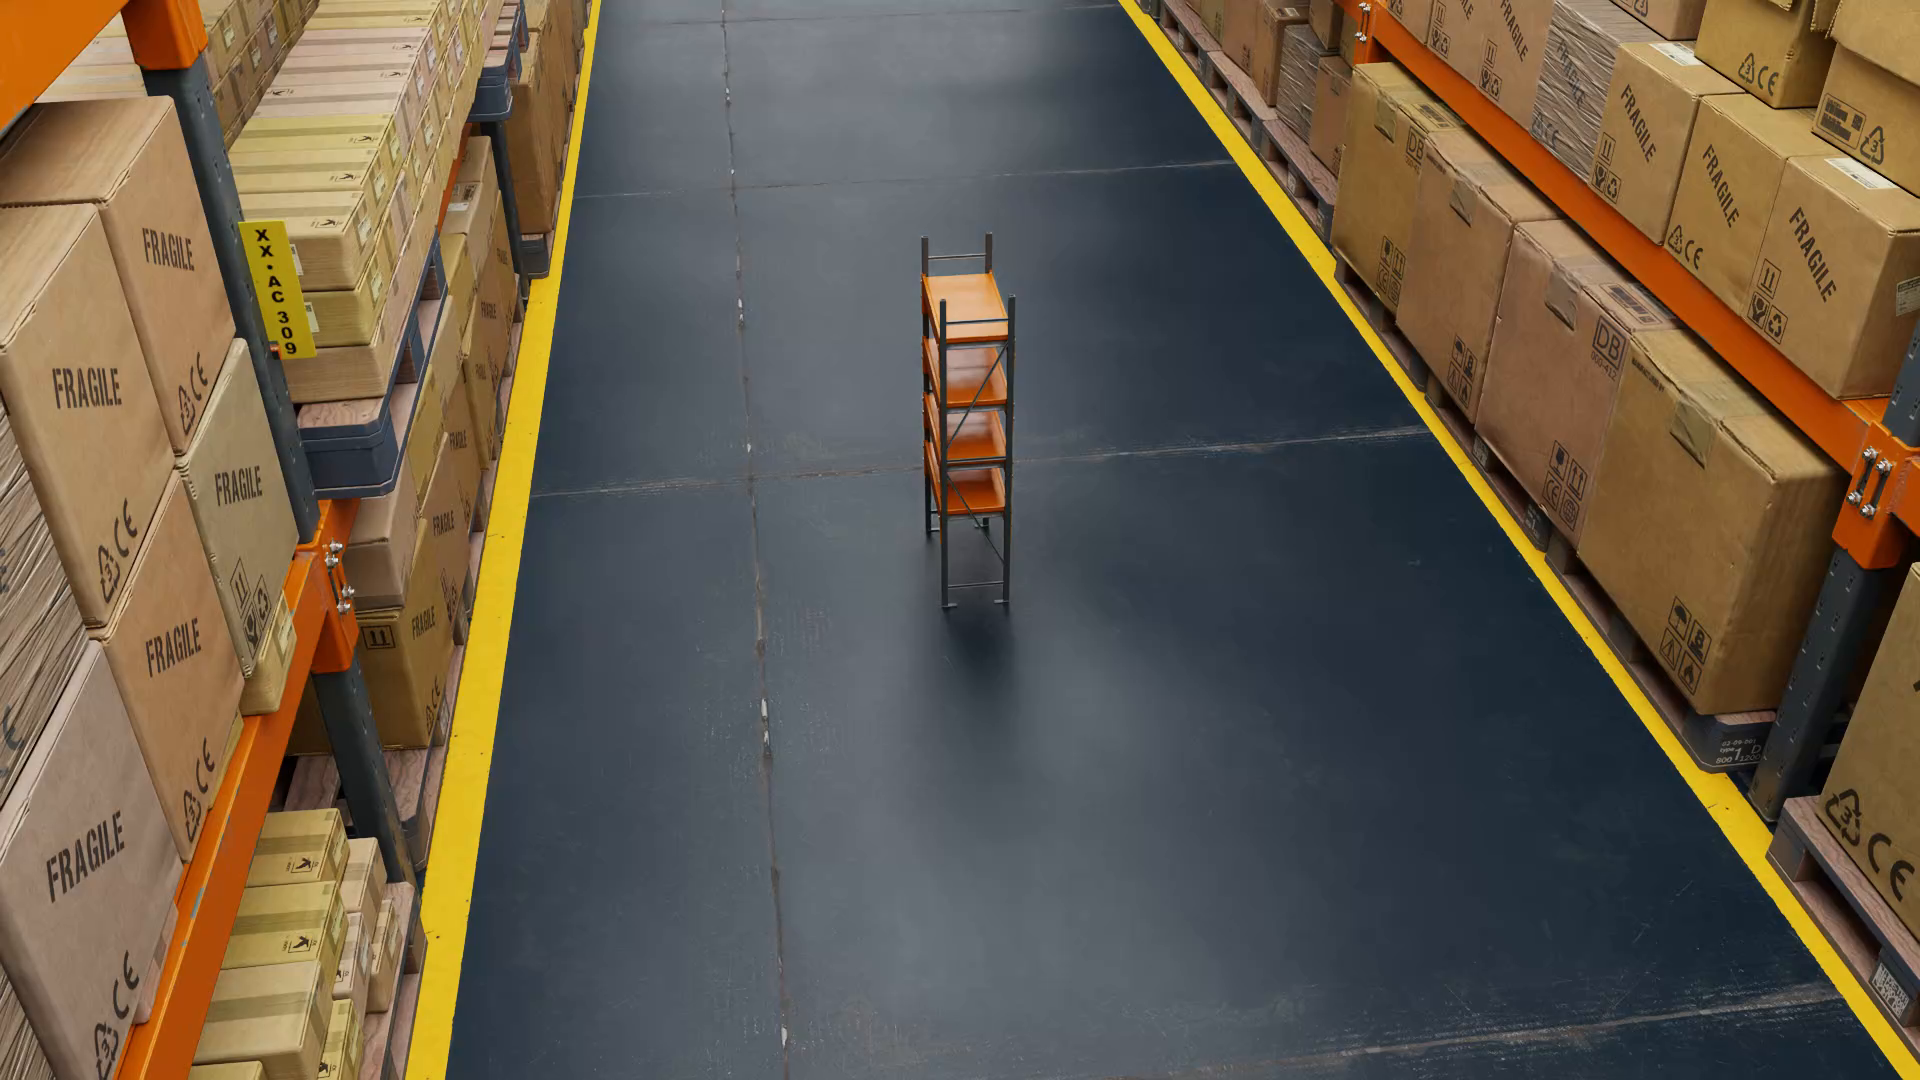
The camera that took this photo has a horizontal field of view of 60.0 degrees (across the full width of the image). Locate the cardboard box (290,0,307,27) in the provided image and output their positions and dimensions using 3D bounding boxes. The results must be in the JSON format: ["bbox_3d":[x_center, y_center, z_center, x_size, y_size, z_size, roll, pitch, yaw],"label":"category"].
[{"bbox_3d":[-2.614,-1.976,6.072,0.380,0.149,0.250,-5,35,-8],"label":"cardboard box"}]

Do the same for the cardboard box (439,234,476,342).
[{"bbox_3d":[-2.074,-0.891,6.075,0.500,0.250,0.500,-4,34,-5],"label":"cardboard box"}]

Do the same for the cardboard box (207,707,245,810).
[{"bbox_3d":[-1.630,0.398,3.225,0.380,0.149,0.250,-3,34,-4],"label":"cardboard box"}]

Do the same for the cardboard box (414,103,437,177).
[{"bbox_3d":[-1.763,-1.167,4.885,0.380,0.149,0.250,-3,34,-4],"label":"cardboard box"}]

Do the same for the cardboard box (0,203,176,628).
[{"bbox_3d":[-1.613,-0.184,2.615,0.500,0.500,0.500,-5,35,-8],"label":"cardboard box"}]

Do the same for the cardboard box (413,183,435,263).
[{"bbox_3d":[-1.722,-0.895,4.750,0.380,0.149,0.250,-4,34,-6],"label":"cardboard box"}]

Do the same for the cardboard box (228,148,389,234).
[{"bbox_3d":[-1.660,-0.862,4.173,0.380,0.149,0.250,-3,34,-5],"label":"cardboard box"}]

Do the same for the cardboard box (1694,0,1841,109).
[{"bbox_3d":[2.734,-1.651,5.030,0.797,0.503,0.637,-4,34,-6],"label":"cardboard box"}]

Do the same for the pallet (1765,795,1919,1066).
[{"bbox_3d":[2.934,1.127,4.409,1.003,0.211,1.213,-4,35,-6],"label":"pallet"}]

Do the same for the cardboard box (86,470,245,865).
[{"bbox_3d":[-1.606,0.238,2.884,0.500,0.500,0.500,-5,35,-8],"label":"cardboard box"}]

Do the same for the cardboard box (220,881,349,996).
[{"bbox_3d":[-1.640,0.941,3.836,0.380,0.149,0.250,-4,34,-6],"label":"cardboard box"}]

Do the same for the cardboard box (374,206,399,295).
[{"bbox_3d":[-1.653,-0.728,4.241,0.380,0.149,0.250,-5,35,-7],"label":"cardboard box"}]

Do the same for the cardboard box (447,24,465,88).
[{"bbox_3d":[-1.864,-1.600,5.520,0.380,0.149,0.250,-4,34,-5],"label":"cardboard box"}]

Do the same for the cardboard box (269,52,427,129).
[{"bbox_3d":[-1.758,-1.287,4.797,0.380,0.149,0.250,-5,35,-7],"label":"cardboard box"}]

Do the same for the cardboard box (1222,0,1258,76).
[{"bbox_3d":[2.016,-3.145,10.030,0.700,0.500,0.500,-7,35,-10],"label":"cardboard box"}]

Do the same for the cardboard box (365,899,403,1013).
[{"bbox_3d":[-1.629,1.061,4.188,0.380,0.149,0.250,-4,34,-6],"label":"cardboard box"}]

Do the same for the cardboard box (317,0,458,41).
[{"bbox_3d":[-1.866,-1.723,5.437,0.380,0.149,0.250,-3,34,-4],"label":"cardboard box"}]

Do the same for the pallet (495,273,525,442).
[{"bbox_3d":[-2.454,-0.780,7.207,1.003,0.211,1.213,-4,35,-6],"label":"pallet"}]

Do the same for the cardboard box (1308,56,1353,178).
[{"bbox_3d":[2.261,-2.209,8.657,0.700,0.500,0.500,-6,35,-9],"label":"cardboard box"}]

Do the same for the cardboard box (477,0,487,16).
[{"bbox_3d":[-1.964,-2.024,6.143,0.380,0.149,0.250,-4,34,-5],"label":"cardboard box"}]

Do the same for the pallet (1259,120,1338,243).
[{"bbox_3d":[2.267,-1.972,8.956,1.003,0.211,1.213,-4,35,-6],"label":"pallet"}]

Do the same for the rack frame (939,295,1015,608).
[{"bbox_3d":[0.055,-0.267,5.577,0.240,1.200,0.015,-4,35,-6],"label":"rack frame"}]

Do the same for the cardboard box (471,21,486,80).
[{"bbox_3d":[-1.939,-1.776,6.043,0.380,0.149,0.250,-5,35,-7],"label":"cardboard box"}]

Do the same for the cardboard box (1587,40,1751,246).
[{"bbox_3d":[2.439,-1.305,5.412,0.500,0.500,0.500,-5,35,-7],"label":"cardboard box"}]

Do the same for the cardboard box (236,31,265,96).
[{"bbox_3d":[-2.517,-1.558,5.458,0.380,0.149,0.250,-5,35,-7],"label":"cardboard box"}]

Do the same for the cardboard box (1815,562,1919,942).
[{"bbox_3d":[2.919,0.623,4.186,0.875,0.875,0.875,-4,35,-6],"label":"cardboard box"}]

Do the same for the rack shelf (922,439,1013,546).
[{"bbox_3d":[0.022,-0.184,5.926,0.258,0.148,0.480,-4,35,-6],"label":"rack shelf"}]

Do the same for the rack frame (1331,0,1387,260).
[{"bbox_3d":[2.371,-2.688,7.530,1.000,3.000,0.127,-4,35,-6],"label":"rack frame"}]

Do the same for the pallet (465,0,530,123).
[{"bbox_3d":[-2.356,-1.899,6.544,1.213,0.211,1.003,-4,35,-6],"label":"pallet"}]

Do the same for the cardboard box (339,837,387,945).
[{"bbox_3d":[-1.662,0.897,4.164,0.380,0.149,0.250,-4,34,-5],"label":"cardboard box"}]

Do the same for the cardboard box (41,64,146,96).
[{"bbox_3d":[-2.402,-1.239,4.727,0.380,0.149,0.250,-5,35,-8],"label":"cardboard box"}]

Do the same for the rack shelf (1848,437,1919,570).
[{"bbox_3d":[3.178,0.958,2.820,1.077,0.370,4.000,-4,35,-6],"label":"rack shelf"}]

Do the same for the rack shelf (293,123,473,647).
[{"bbox_3d":[-2.288,-0.955,5.627,1.077,0.370,4.000,-4,35,-6],"label":"rack shelf"}]

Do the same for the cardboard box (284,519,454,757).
[{"bbox_3d":[-1.856,0.291,5.007,0.500,0.500,0.500,-3,34,-5],"label":"cardboard box"}]

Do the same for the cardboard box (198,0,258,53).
[{"bbox_3d":[-2.509,-1.678,5.371,0.380,0.149,0.250,-3,34,-5],"label":"cardboard box"}]

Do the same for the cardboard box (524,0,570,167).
[{"bbox_3d":[-2.671,-2.446,8.801,1.050,0.750,0.750,-4,34,-6],"label":"cardboard box"}]

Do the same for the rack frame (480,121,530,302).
[{"bbox_3d":[-2.557,-2.368,7.062,1.000,3.000,0.127,-4,35,-6],"label":"rack frame"}]

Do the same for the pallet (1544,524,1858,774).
[{"bbox_3d":[2.731,0.272,5.664,1.003,0.211,1.213,-4,35,-6],"label":"pallet"}]

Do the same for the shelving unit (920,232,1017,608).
[{"bbox_3d":[0.022,-0.403,5.777,0.258,1.200,0.503,-4,35,-6],"label":"shelving unit"}]

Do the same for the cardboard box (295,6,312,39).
[{"bbox_3d":[-2.625,-1.873,6.185,0.380,0.149,0.250,-3,34,-4],"label":"cardboard box"}]

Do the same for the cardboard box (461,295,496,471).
[{"bbox_3d":[-2.057,-0.578,6.281,0.500,0.500,0.500,-6,35,-9],"label":"cardboard box"}]

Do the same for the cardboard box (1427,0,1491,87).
[{"bbox_3d":[2.238,-2.149,6.652,0.500,0.500,0.500,-5,35,-8],"label":"cardboard box"}]

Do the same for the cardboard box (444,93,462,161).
[{"bbox_3d":[-1.828,-1.330,5.388,0.380,0.149,0.250,-6,35,-9],"label":"cardboard box"}]

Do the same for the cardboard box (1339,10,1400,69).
[{"bbox_3d":[2.251,-2.518,8.444,0.500,0.250,0.500,-3,34,-4],"label":"cardboard box"}]

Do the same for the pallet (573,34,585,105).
[{"bbox_3d":[-2.917,-3.023,10.499,1.003,0.211,1.213,-4,35,-6],"label":"pallet"}]

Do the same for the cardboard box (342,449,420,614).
[{"bbox_3d":[-1.857,-0.019,4.795,0.500,0.250,0.500,-6,35,-8],"label":"cardboard box"}]

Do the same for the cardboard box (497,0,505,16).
[{"bbox_3d":[-2.036,-2.198,6.661,0.380,0.149,0.250,-4,34,-6],"label":"cardboard box"}]

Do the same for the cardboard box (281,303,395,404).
[{"bbox_3d":[-1.617,-0.461,4.112,0.380,0.149,0.250,-6,35,-9],"label":"cardboard box"}]

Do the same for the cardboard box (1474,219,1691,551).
[{"bbox_3d":[2.682,-0.605,5.988,1.225,0.875,0.875,-6,35,-8],"label":"cardboard box"}]

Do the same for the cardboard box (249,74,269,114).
[{"bbox_3d":[-2.517,-1.433,5.540,0.380,0.149,0.250,-4,34,-6],"label":"cardboard box"}]
